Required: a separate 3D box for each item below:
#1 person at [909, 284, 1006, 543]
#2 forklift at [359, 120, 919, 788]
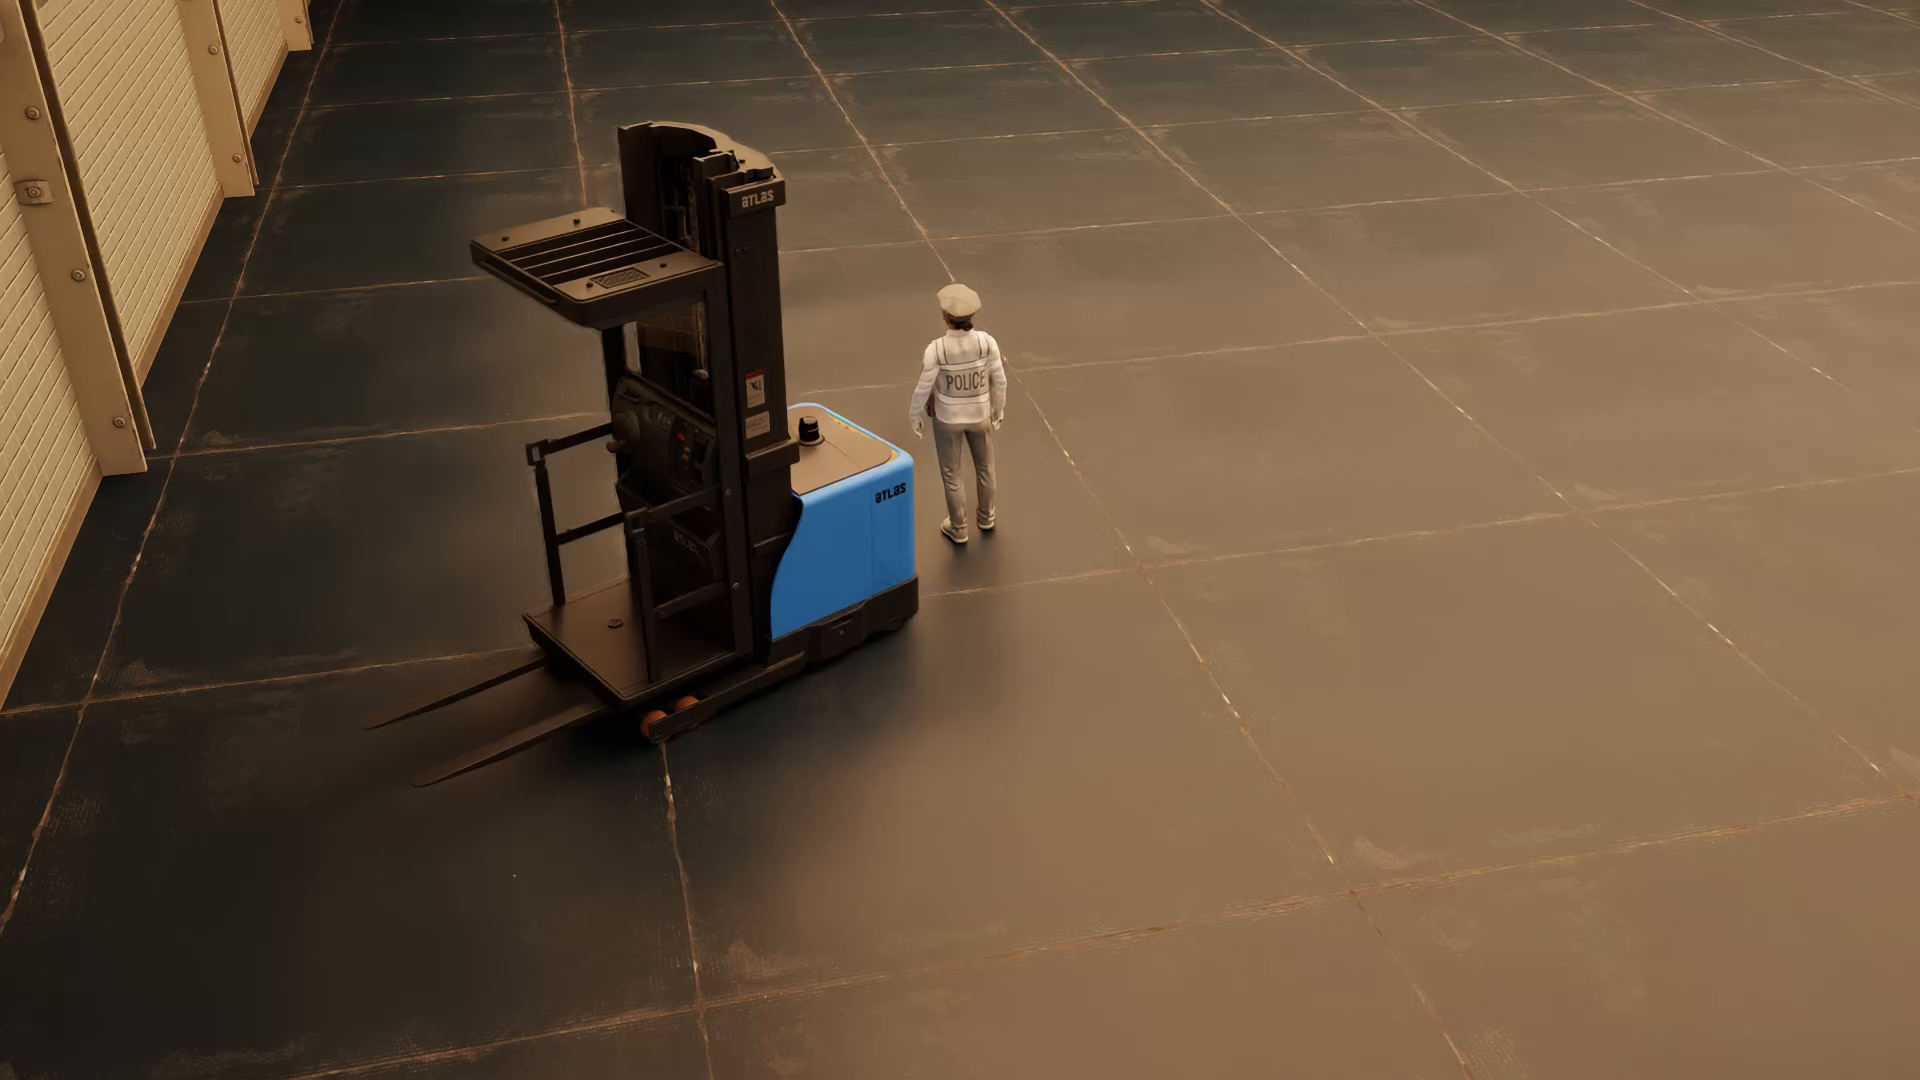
[{"bbox_3d":[-0.026,-0.777,10.154,0.598,1.693,0.497,-8,31,-13],"label":"person"},{"bbox_3d":[-1.687,-0.507,8.450,3.031,2.935,1.130,-23,37,-34],"label":"forklift"}]
